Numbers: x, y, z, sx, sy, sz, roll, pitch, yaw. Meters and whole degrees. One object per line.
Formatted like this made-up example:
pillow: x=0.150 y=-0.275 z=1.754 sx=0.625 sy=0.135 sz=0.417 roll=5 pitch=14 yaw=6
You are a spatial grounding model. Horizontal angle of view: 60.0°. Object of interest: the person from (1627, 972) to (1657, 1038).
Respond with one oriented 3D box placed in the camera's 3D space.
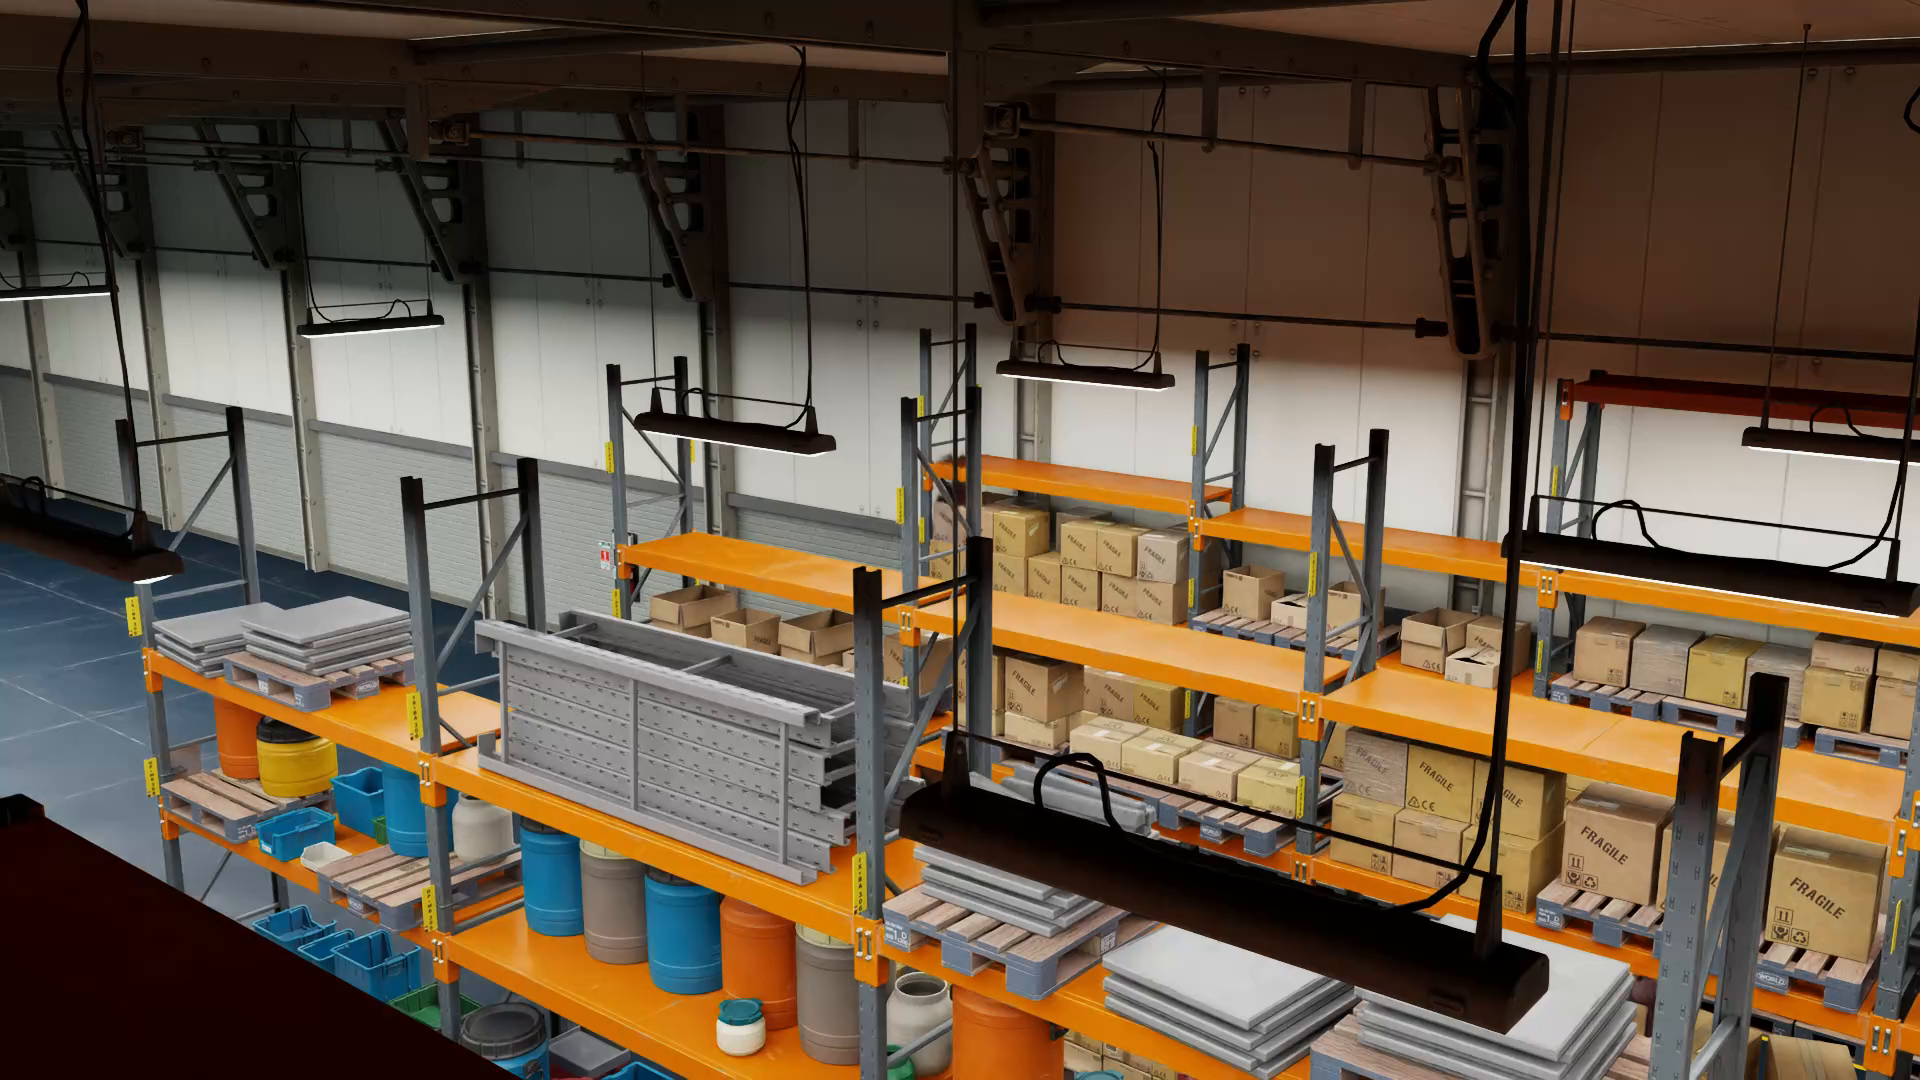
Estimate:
person: x=5.600 y=4.225 z=13.767 sx=0.936 sy=1.814 sz=0.658 roll=10 pitch=16 yaw=39
